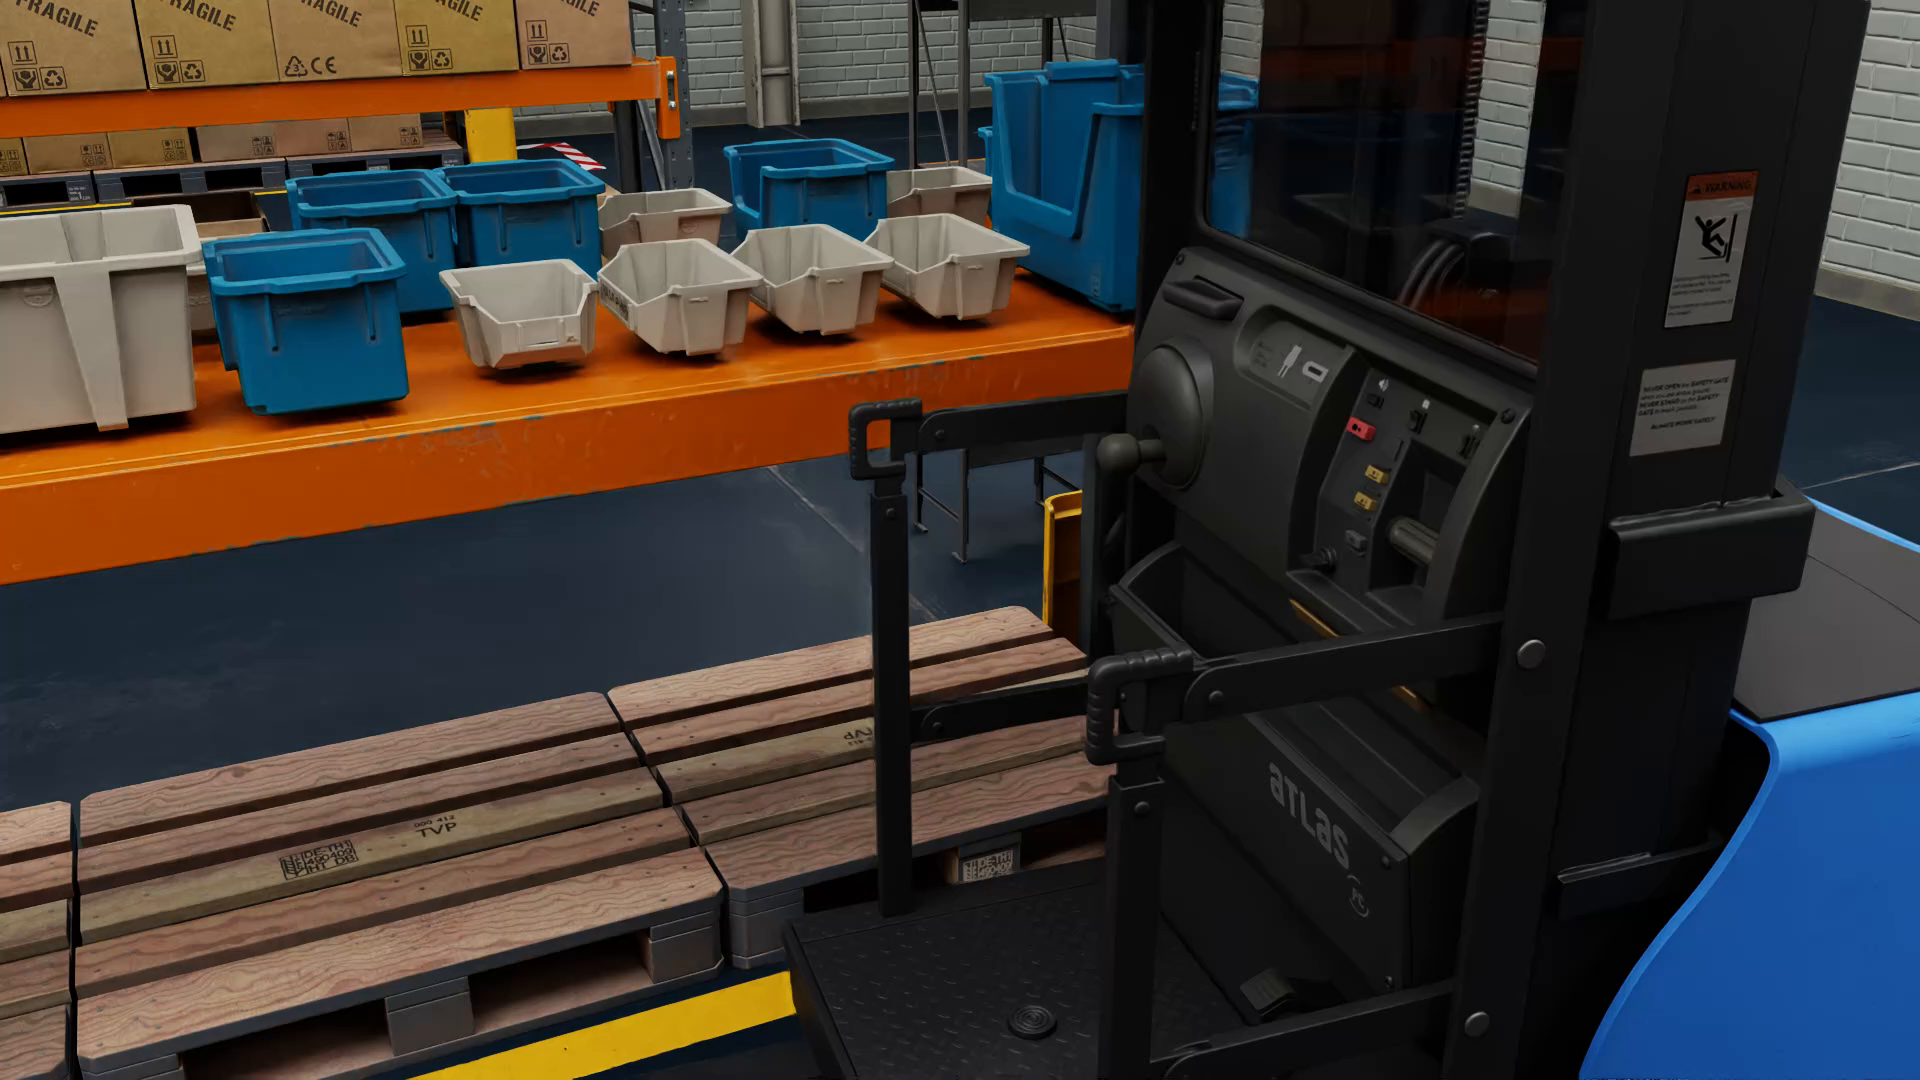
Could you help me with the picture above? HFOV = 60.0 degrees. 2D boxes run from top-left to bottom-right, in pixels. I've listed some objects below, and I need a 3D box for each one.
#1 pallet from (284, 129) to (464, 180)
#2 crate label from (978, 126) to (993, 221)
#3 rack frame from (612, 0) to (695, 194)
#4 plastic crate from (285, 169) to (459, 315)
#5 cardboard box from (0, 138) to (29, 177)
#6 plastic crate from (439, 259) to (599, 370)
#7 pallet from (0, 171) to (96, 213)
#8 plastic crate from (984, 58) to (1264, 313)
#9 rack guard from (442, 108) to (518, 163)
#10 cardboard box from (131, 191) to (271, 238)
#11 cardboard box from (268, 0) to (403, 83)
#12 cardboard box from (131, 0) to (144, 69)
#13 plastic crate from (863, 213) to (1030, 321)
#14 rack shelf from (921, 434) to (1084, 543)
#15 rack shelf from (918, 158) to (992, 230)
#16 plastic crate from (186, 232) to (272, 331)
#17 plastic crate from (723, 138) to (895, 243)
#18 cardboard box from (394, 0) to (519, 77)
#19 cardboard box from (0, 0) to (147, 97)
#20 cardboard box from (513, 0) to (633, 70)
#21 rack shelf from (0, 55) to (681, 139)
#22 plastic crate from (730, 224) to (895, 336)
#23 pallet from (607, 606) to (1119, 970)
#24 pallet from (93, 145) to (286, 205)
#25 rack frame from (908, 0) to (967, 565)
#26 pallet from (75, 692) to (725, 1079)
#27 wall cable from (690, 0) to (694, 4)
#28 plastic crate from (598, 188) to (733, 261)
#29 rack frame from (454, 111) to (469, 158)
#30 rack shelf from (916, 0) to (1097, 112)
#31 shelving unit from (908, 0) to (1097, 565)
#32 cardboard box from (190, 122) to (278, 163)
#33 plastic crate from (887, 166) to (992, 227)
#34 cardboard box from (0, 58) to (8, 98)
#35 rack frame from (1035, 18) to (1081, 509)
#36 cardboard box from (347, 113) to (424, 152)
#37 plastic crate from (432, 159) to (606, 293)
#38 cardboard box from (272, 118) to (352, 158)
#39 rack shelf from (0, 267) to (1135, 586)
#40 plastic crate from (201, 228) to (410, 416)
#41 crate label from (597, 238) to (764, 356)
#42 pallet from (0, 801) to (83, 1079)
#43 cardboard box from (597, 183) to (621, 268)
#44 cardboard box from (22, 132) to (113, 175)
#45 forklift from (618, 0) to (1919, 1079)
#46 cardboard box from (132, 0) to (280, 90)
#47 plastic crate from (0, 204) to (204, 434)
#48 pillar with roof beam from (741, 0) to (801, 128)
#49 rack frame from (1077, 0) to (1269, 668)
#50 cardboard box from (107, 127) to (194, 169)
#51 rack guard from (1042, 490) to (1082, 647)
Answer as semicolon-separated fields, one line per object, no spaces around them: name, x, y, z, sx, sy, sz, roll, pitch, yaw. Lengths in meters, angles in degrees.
pallet;-4.373;-2.827;12.303;1.213;0.211;1.003;-10;25;-24
crate label;0.245;-0.884;4.103;0.303;0.233;0.416;-10;25;-24
rack frame;-1.534;-2.568;8.033;0.127;3.000;1.000;-10;25;-24
plastic crate;-1.212;-0.615;3.455;0.300;0.233;0.416;-10;25;-24
cardboard box;-6.572;-2.739;11.165;0.500;0.500;0.700;-10;25;-23
plastic crate;-0.812;-0.416;3.099;0.250;0.136;0.298;-10;25;-24
pallet;-6.571;-2.422;11.325;1.213;0.211;1.003;-10;25;-24
plastic crate;0.390;-0.785;3.599;0.499;0.435;0.616;-10;25;-24
rack guard;-3.665;-3.124;12.643;0.348;0.500;1.175;-10;25;-24
cardboard box;-3.448;-1.268;7.580;0.637;0.503;0.797;-10;25;-24
cardboard box;-2.738;-2.278;7.201;0.500;0.500;0.500;-10;25;-23
cardboard box;-3.874;-2.294;7.240;0.500;0.500;0.500;-10;24;-22
plastic crate;-0.046;-0.569;3.469;0.243;0.136;0.396;-10;25;-24
rack shelf;0.149;-0.338;5.688;0.480;0.518;0.431;-10;25;-24
rack shelf;0.149;-0.985;5.420;0.480;0.518;0.431;-10;25;-24
plastic crate;-1.555;-0.496;3.291;0.466;0.136;0.293;-10;25;-24
plastic crate;-0.348;-0.774;3.839;0.300;0.233;0.416;-10;25;-24
cardboard box;-2.286;-2.359;7.397;0.500;0.500;0.500;-10;25;-23
cardboard box;-3.649;-2.110;6.795;0.500;0.500;0.500;-11;25;-24
cardboard box;-1.820;-2.446;7.608;0.500;0.500;0.500;-10;24;-22
rack shelf;-3.337;-1.904;7.369;4.000;0.370;1.077;-10;25;-24
plastic crate;-0.313;-0.526;3.365;0.243;0.136;0.396;-10;25;-24
pallet;-0.149;0.551;4.143;1.213;0.211;1.003;-10;25;-24
pallet;-5.470;-2.626;11.818;1.213;0.211;1.003;-10;25;-24
rack frame;-0.071;-0.957;5.317;0.015;2.100;0.400;-10;25;-24
pallet;-1.247;0.752;3.657;1.213;0.211;1.003;-10;25;-24
wall cable;-2.943;-5.283;13.262;1.851;1.984;0.084;-10;25;-24
plastic crate;-0.691;-0.702;3.790;0.298;0.136;0.250;-10;25;-24
rack frame;-3.686;-4.275;12.155;0.127;3.000;1.000;-10;25;-24
rack shelf;0.149;-1.632;5.152;0.480;0.518;0.431;-10;25;-24
shelving unit;0.149;-0.998;5.415;0.503;2.100;0.431;-10;25;-24
cardboard box;-5.177;-2.997;11.787;0.500;0.500;0.700;-11;25;-25
plastic crate;-0.080;-0.814;4.062;0.298;0.136;0.250;-10;25;-24
cardboard box;-4.101;-2.028;6.596;0.500;0.500;0.500;-10;24;-23
rack frame;0.369;-1.038;5.513;0.015;2.100;0.400;-10;25;-24
cardboard box;-4.274;-3.163;12.189;0.500;0.500;0.700;-10;25;-24
plastic crate;-0.941;-0.665;3.575;0.300;0.233;0.416;-10;25;-24
cardboard box;-4.724;-3.080;11.989;0.500;0.500;0.700;-11;25;-24
rack shelf;-1.192;-0.197;3.243;4.000;0.370;1.077;-10;25;-24
plastic crate;-1.129;-0.382;2.891;0.300;0.233;0.416;-10;25;-24
crate label;-0.554;-0.471;3.233;0.243;0.136;0.396;-10;25;-24
pallet;-2.348;0.956;3.165;1.213;0.211;1.003;-10;25;-24
cardboard box;-1.918;-1.442;8.004;0.500;0.500;0.500;-10;25;-24
cardboard box;-6.118;-2.821;11.363;0.500;0.500;0.700;-11;25;-24
forklift;0.292;-0.179;2.350;3.031;2.935;1.130;-8;24;-18
cardboard box;-3.192;-2.195;7.000;0.500;0.500;0.500;-11;25;-24
plastic crate;-1.538;-0.360;2.774;0.530;0.282;0.437;-10;25;-24
pillar with roof beam;0.239;-6.309;9.226;0.400;9.000;9.100;-10;25;-24
rack frame;0.610;-0.861;3.907;0.127;3.000;1.000;-10;25;-24
cardboard box;-5.655;-2.906;11.567;0.500;0.500;0.700;-10;24;-22
rack guard;0.627;0.286;4.406;0.348;0.500;1.175;-10;25;-24
